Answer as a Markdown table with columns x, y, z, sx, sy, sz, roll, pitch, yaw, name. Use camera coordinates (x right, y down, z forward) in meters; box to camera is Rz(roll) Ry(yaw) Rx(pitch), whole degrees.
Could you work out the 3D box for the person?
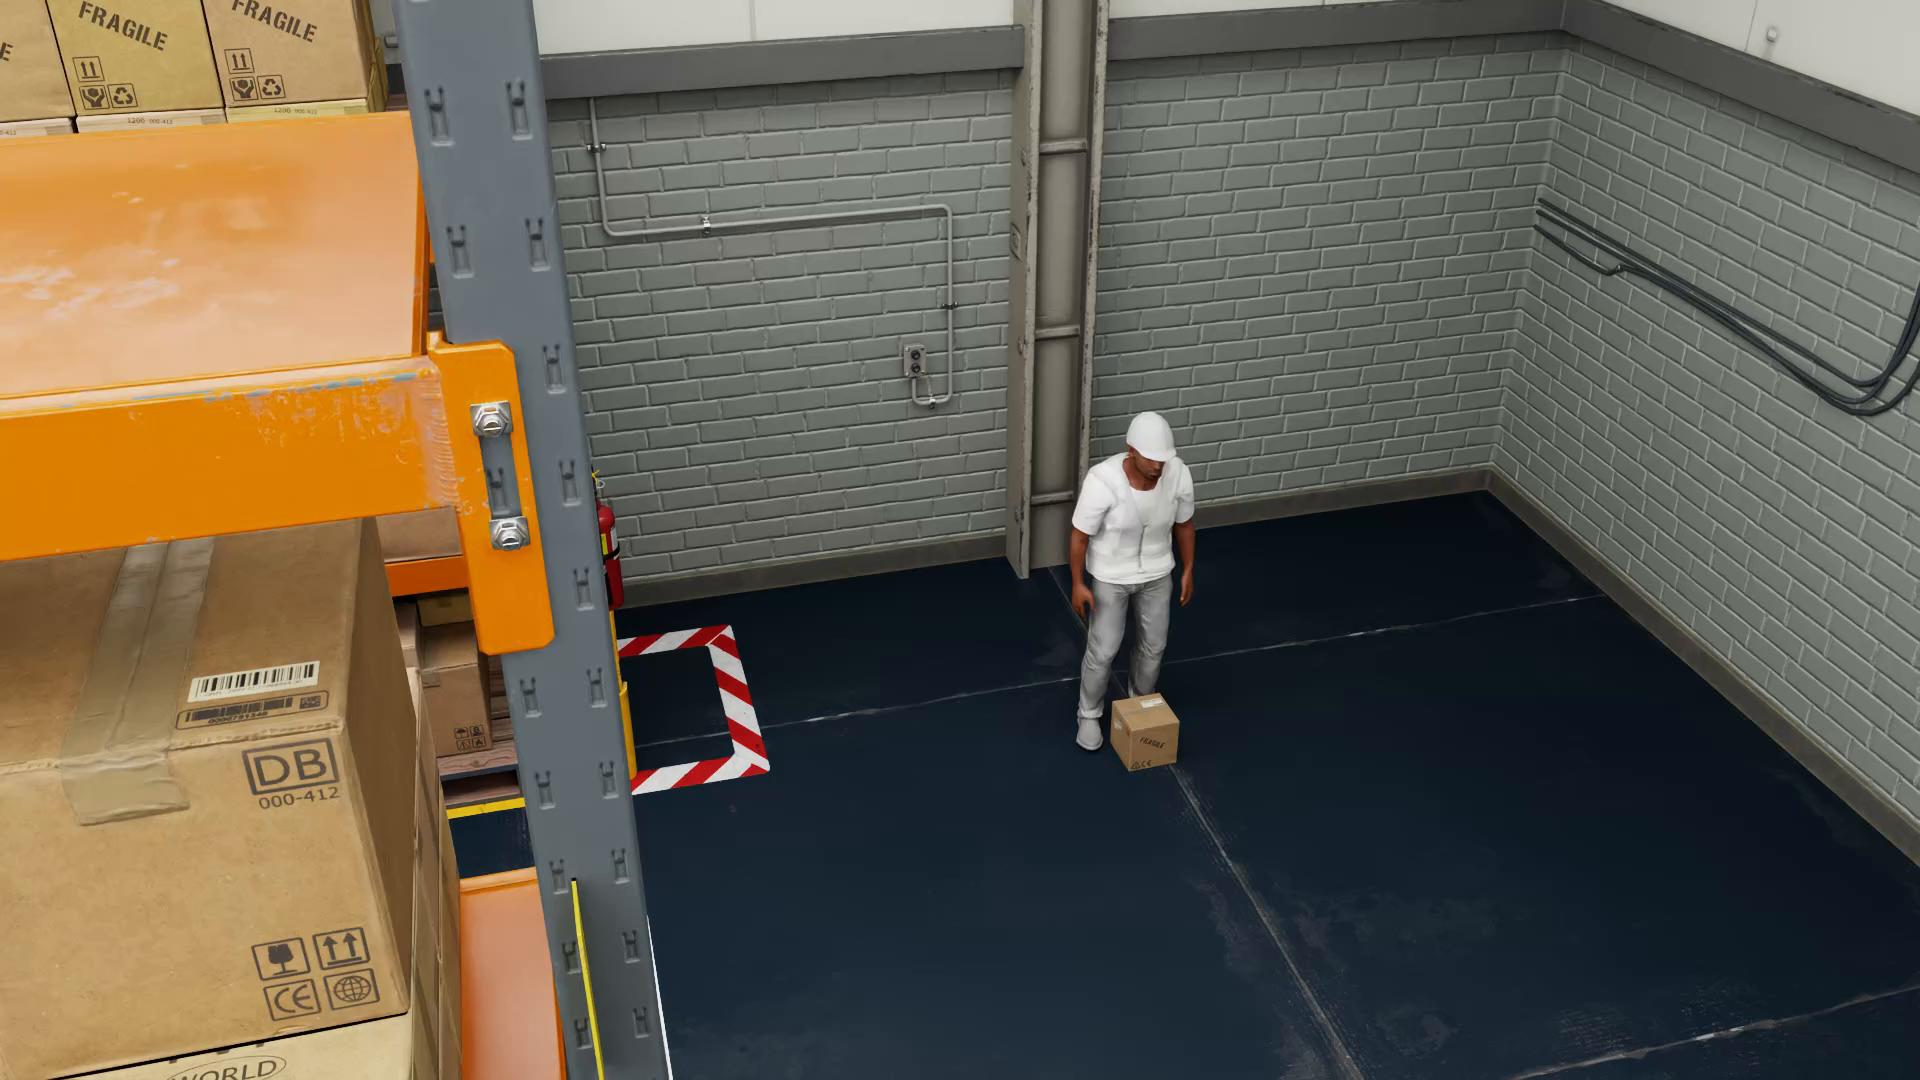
| x | y | z | sx | sy | sz | roll | pitch | yaw | name |
| --- | --- | --- | --- | --- | --- | --- | --- | --- | --- |
| 0.823 | -0.129 | 7.742 | 0.627 | 1.057 | 0.456 | -8 | 31 | -13 | person |
